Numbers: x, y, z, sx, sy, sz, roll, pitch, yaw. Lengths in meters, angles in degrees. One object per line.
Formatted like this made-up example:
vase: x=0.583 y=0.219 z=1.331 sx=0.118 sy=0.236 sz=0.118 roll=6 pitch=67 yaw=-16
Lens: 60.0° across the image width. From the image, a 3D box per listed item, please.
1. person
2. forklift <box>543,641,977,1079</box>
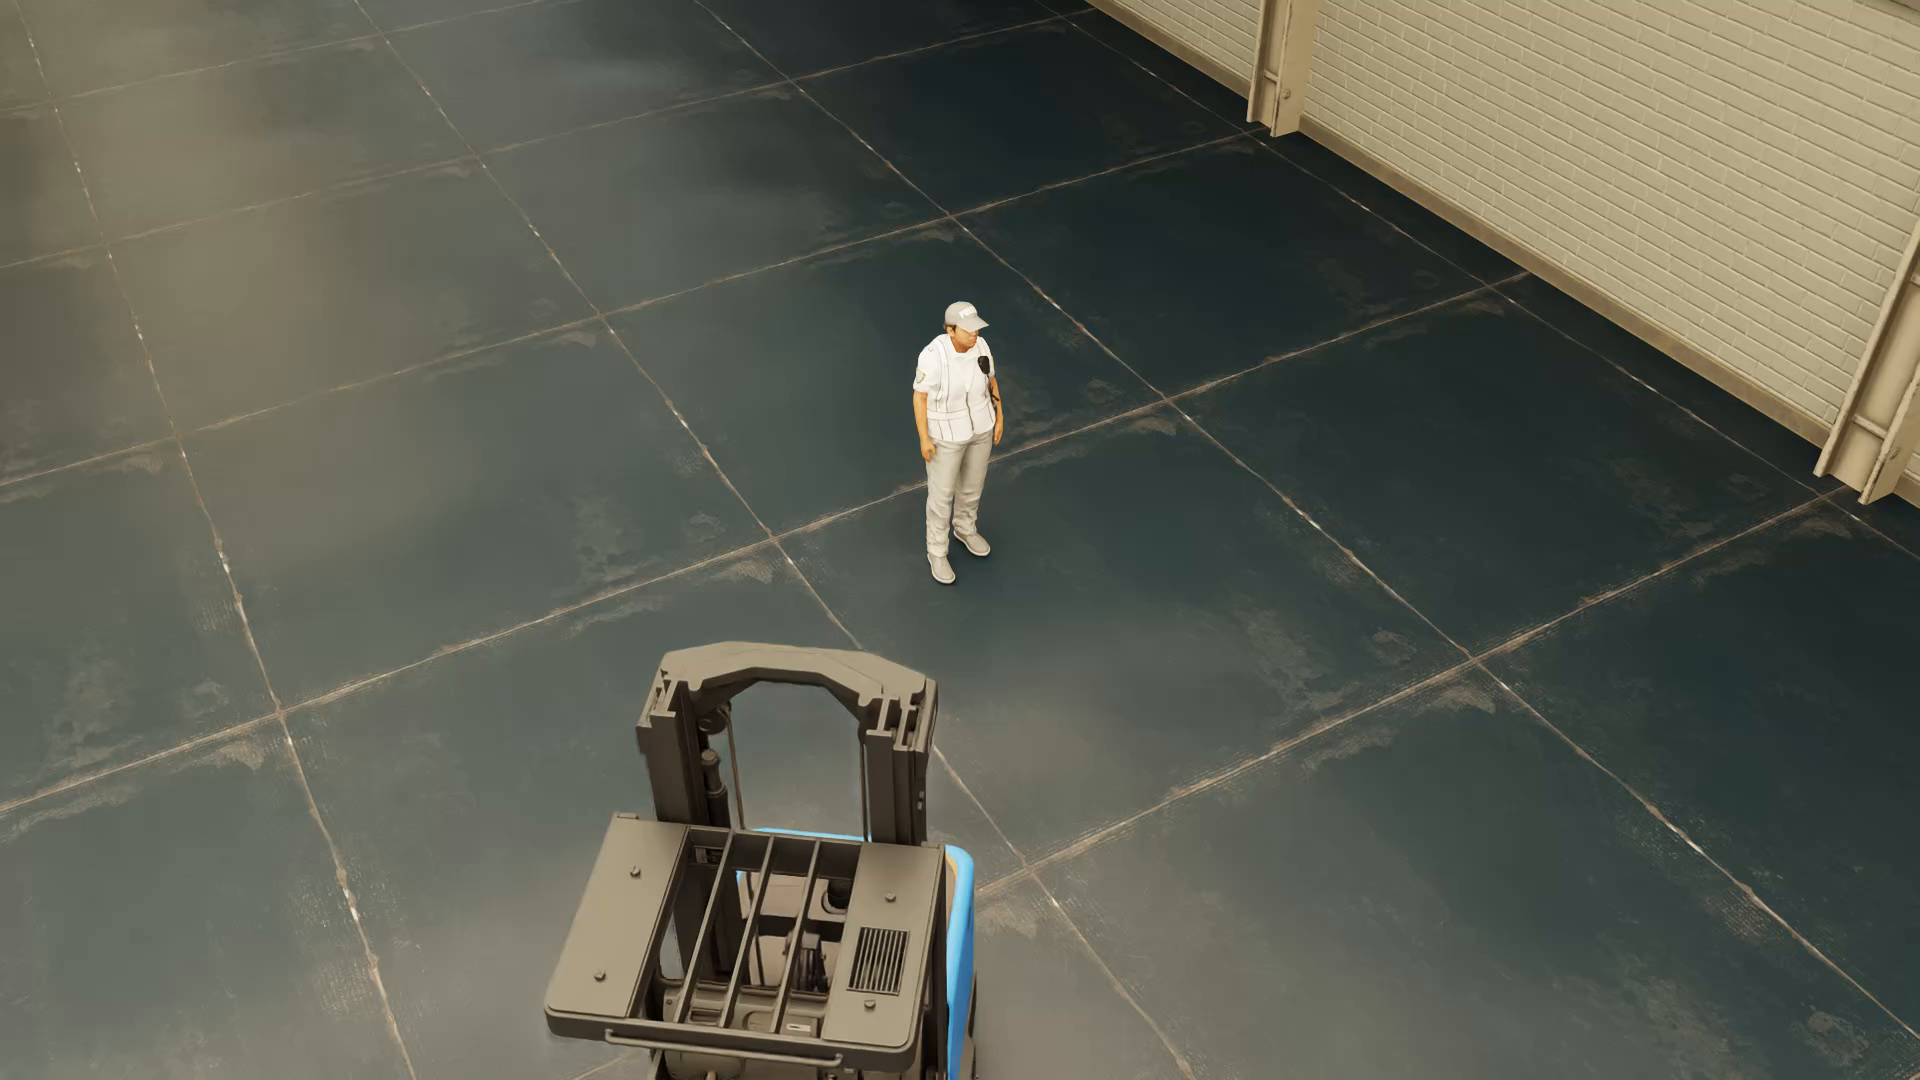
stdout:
person: x=0.019 y=-0.597 z=9.736 sx=0.598 sy=1.670 sz=0.529 roll=-20 pitch=44 yaw=-23
forklift: x=-0.619 y=1.903 z=5.742 sx=1.130 sy=2.935 sz=3.031 roll=4 pitch=40 yaw=5
